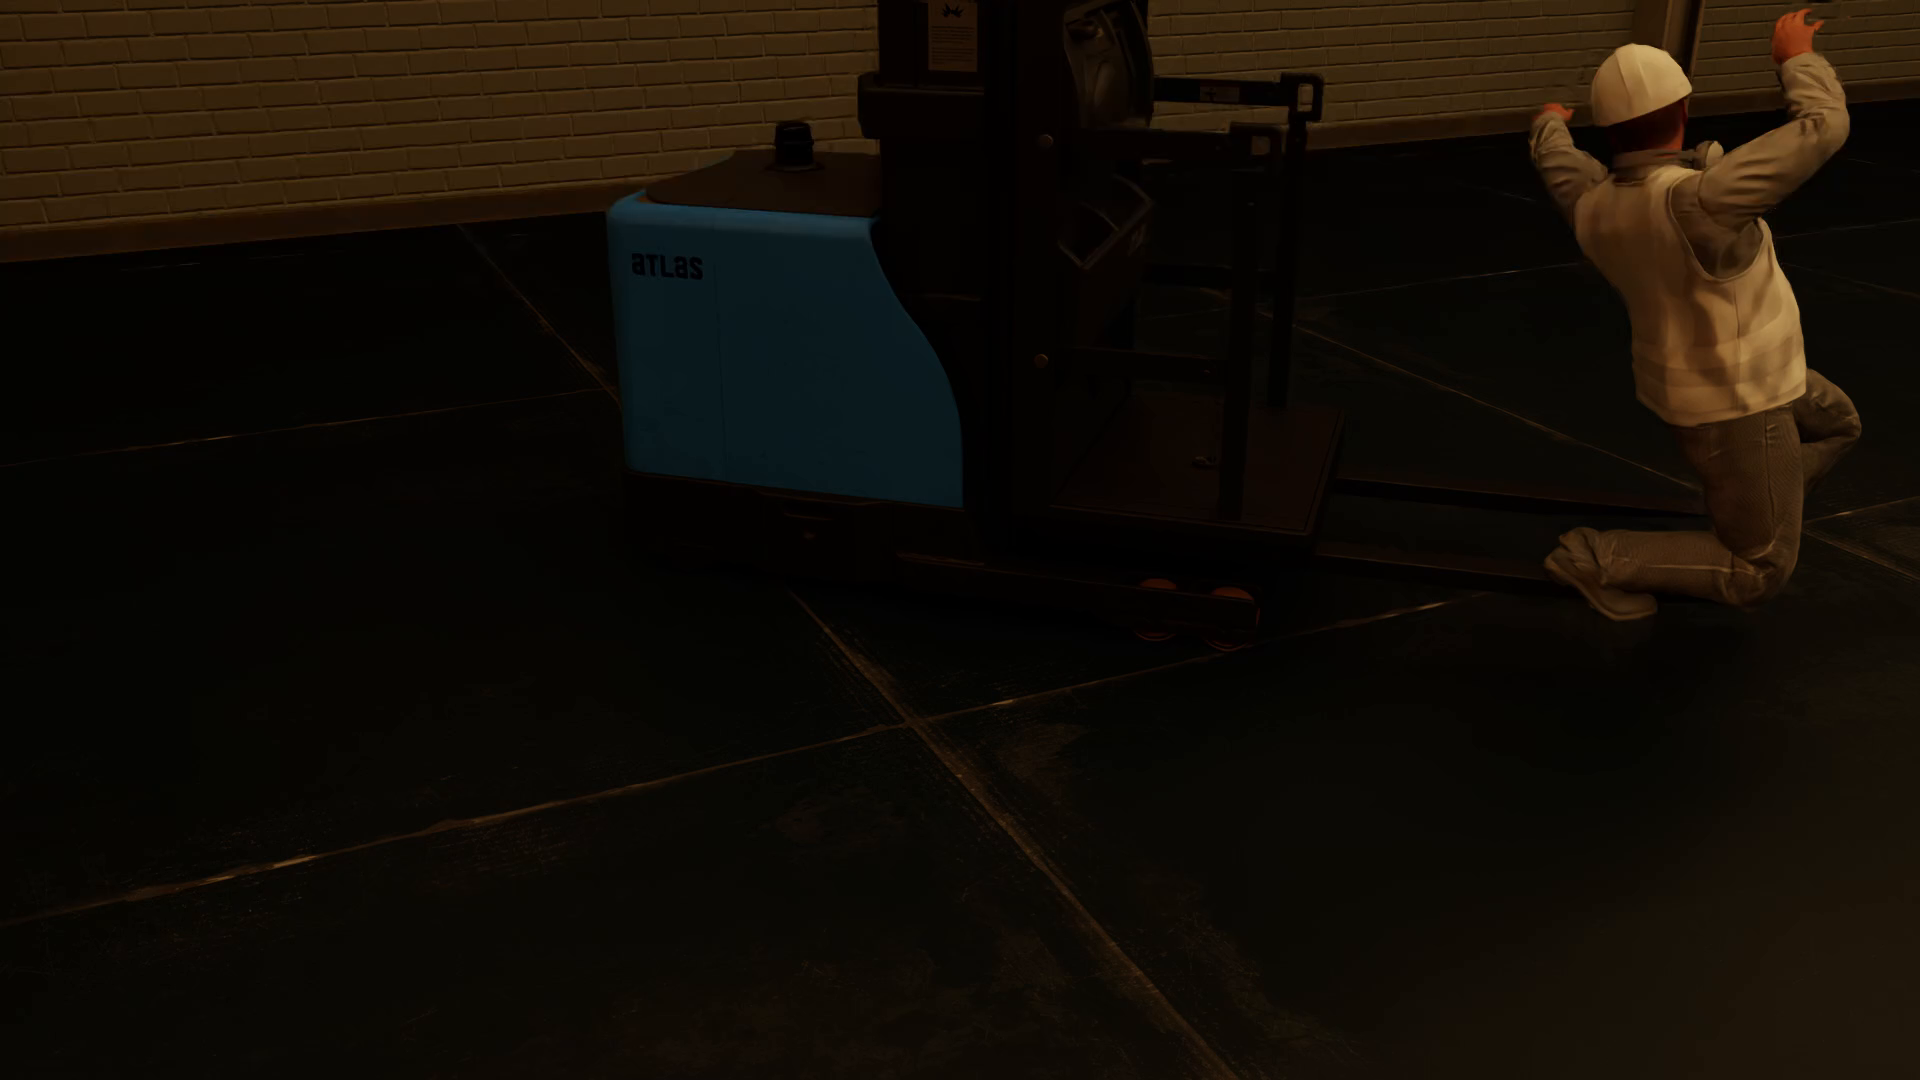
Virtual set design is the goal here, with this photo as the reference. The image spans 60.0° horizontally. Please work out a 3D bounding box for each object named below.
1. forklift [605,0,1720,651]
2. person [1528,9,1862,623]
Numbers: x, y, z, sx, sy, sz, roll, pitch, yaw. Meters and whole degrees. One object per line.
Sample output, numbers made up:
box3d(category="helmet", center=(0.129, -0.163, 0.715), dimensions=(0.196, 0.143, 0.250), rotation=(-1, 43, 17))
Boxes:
box3d(category="forklift", center=(0.587, -1.288, 4.386), dimensions=(3.031, 2.935, 1.130), rotation=(7, 23, 16))
box3d(category="person", center=(1.891, -0.552, 4.260), dimensions=(0.841, 1.575, 1.078), rotation=(1, 23, 2))
